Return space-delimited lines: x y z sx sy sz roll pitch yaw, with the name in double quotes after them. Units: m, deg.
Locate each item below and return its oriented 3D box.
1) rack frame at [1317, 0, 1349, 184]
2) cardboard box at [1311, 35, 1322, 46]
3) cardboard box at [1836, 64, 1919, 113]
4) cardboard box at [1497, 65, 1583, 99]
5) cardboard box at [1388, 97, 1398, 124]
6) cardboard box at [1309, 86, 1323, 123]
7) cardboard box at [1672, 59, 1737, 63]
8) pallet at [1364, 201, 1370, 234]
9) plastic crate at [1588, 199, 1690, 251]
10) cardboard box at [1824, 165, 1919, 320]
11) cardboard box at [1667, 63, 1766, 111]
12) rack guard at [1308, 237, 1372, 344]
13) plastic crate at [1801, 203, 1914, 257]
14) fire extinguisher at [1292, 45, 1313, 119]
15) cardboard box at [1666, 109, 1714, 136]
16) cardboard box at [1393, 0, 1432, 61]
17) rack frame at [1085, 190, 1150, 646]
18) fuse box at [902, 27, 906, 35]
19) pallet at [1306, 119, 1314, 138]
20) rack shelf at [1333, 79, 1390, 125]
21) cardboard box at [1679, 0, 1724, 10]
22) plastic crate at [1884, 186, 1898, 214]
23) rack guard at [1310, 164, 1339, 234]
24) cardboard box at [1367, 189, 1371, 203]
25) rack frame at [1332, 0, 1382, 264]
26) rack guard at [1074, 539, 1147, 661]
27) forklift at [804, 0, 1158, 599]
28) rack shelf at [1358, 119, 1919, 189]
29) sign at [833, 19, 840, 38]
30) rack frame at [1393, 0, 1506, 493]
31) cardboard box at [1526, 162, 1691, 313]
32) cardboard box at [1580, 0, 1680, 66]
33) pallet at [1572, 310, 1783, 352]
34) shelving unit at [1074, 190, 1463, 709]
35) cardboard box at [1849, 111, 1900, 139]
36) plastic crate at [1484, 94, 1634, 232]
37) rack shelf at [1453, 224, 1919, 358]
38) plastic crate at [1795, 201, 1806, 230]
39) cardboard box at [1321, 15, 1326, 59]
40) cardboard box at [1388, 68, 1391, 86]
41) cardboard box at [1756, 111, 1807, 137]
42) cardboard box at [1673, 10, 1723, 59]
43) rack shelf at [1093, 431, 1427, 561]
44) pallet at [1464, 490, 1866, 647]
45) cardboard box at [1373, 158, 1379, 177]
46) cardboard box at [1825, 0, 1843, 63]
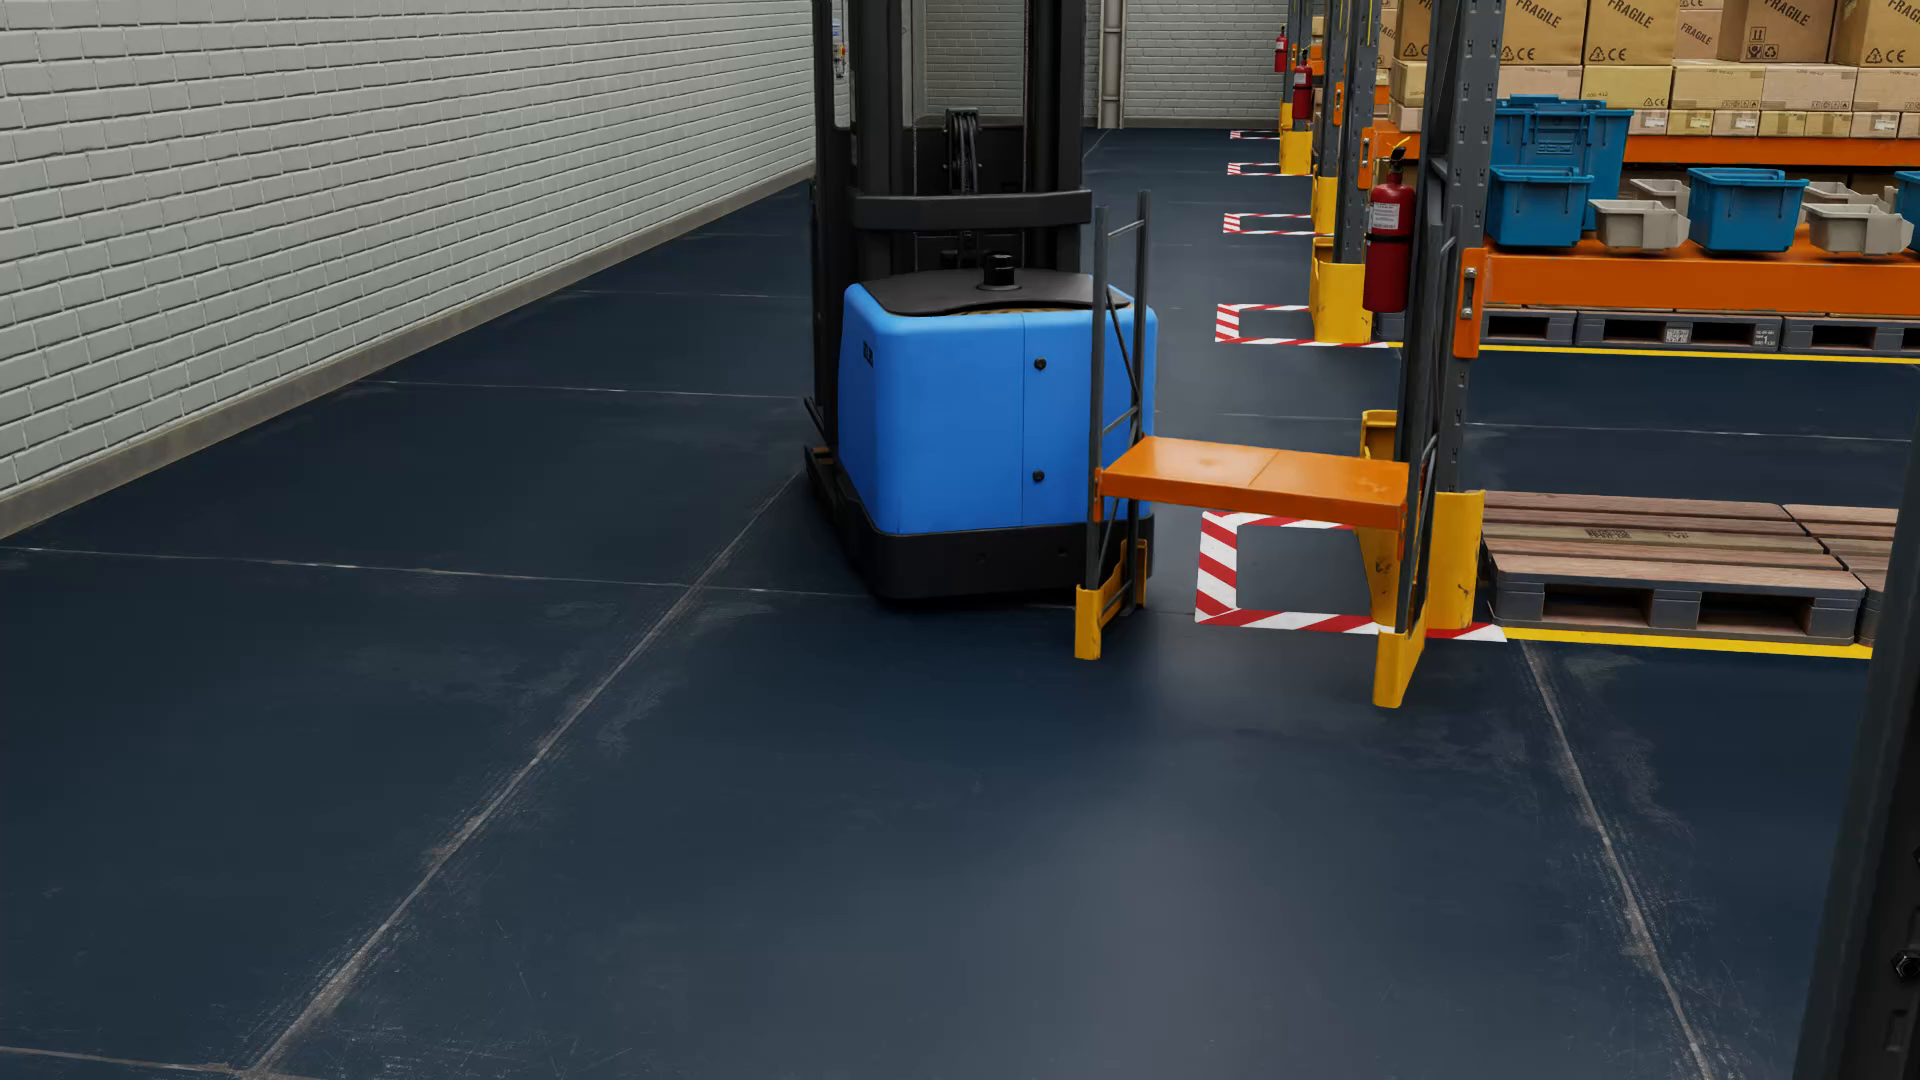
3.425 -4.396 15.215 0.127 3.000 1.000 3 19 9 "rack frame"
5.175 -7.286 24.246 0.250 0.149 0.380 3 19 8 "cardboard box"
5.499 -2.681 9.857 0.500 0.250 0.500 3 19 10 "cardboard box"
3.484 -2.785 10.165 0.500 0.250 0.500 3 19 8 "cardboard box"
2.942 -2.814 10.880 0.250 0.149 0.380 3 19 10 "cardboard box"
5.483 -6.462 24.662 0.637 0.503 0.797 2 19 6 "cardboard box"
4.577 -2.900 10.510 0.500 0.250 0.500 3 19 9 "cardboard box"
4.297 -3.018 15.490 1.213 0.211 1.003 3 19 9 "pallet"
2.248 -1.041 5.509 0.298 0.136 0.250 3 19 9 "plastic crate"
5.849 -1.896 10.429 0.875 0.875 0.875 3 19 9 "cardboard box"
4.495 -2.733 10.013 0.500 0.250 0.500 3 19 8 "cardboard box"
2.515 -1.663 10.986 0.348 0.500 1.175 3 19 9 "rack guard"
2.918 -1.007 5.407 0.298 0.136 0.250 3 19 9 "plastic crate"
3.250 -4.340 15.756 0.183 0.674 0.296 3 19 9 "fire extinguisher"
4.356 -2.530 10.033 0.250 0.149 0.380 2 19 7 "cardboard box"
3.061 -3.331 10.616 0.500 0.500 0.500 3 19 9 "cardboard box"
0.530 -0.393 5.614 0.032 1.500 0.500 8 20 22 "rack frame"
-0.983 -6.268 22.840 0.414 1.711 0.539 3 19 9 "fuse box"
5.756 -6.141 24.825 1.213 0.211 1.003 3 19 9 "pallet"
5.400 -3.954 15.028 4.000 0.370 1.077 3 19 9 "rack shelf"
6.356 -4.821 14.282 0.500 0.500 0.500 2 19 7 "cardboard box"
3.445 -1.180 5.924 0.250 0.136 0.298 3 19 9 "plastic crate"
3.500 -3.207 15.600 0.348 0.500 1.175 3 19 9 "rack guard"
3.978 -3.282 15.717 0.250 0.149 0.380 3 19 10 "cardboard box"
2.539 -2.847 10.586 0.127 3.000 1.000 3 19 9 "rack frame"
0.531 0.200 5.812 0.087 0.250 0.587 8 20 22 "rack guard"
-0.091 -1.608 6.990 1.130 2.935 3.031 -4 19 -11 "forklift"
4.513 -2.406 10.399 4.000 0.370 1.077 3 19 9 "rack shelf"
-1.529 -6.345 20.612 0.001 0.218 0.327 3 19 9 "sign"
1.753 -1.296 5.948 0.127 3.000 1.000 3 19 9 "rack frame"
4.082 -1.986 10.698 0.875 0.875 0.875 3 19 9 "cardboard box"
3.976 -3.115 9.971 0.500 0.500 0.500 2 19 7 "cardboard box"
4.541 -1.447 10.796 1.213 0.211 1.003 3 19 9 "pallet"
0.990 -0.331 5.430 1.083 1.500 0.587 8 20 22 "shelving unit"
5.373 -2.478 9.879 0.250 0.149 0.380 3 19 10 "cardboard box"
2.113 -1.383 6.058 0.499 0.435 0.616 3 19 9 "plastic crate"
3.728 -0.854 5.762 4.000 0.370 1.077 3 19 9 "rack shelf"
2.871 -1.196 5.970 0.243 0.136 0.396 3 19 9 "plastic crate"
4.629 -6.058 20.024 0.500 0.500 0.500 3 19 9 "cardboard box"
3.951 -4.158 14.899 0.250 0.149 0.380 4 19 11 "cardboard box"
4.866 -2.504 9.956 0.250 0.149 0.380 3 19 8 "cardboard box"
6.340 -4.346 14.437 0.500 0.500 0.500 2 19 7 "cardboard box"
0.998 -0.160 5.484 1.000 0.185 0.538 8 20 22 "rack shelf"
2.561 0.080 6.230 1.213 0.211 1.003 3 19 9 "pallet"
3.888 -3.393 15.109 0.250 0.149 0.380 2 19 6 "cardboard box"
5.571 -3.203 10.235 0.500 0.500 0.500 3 19 9 "cardboard box"
